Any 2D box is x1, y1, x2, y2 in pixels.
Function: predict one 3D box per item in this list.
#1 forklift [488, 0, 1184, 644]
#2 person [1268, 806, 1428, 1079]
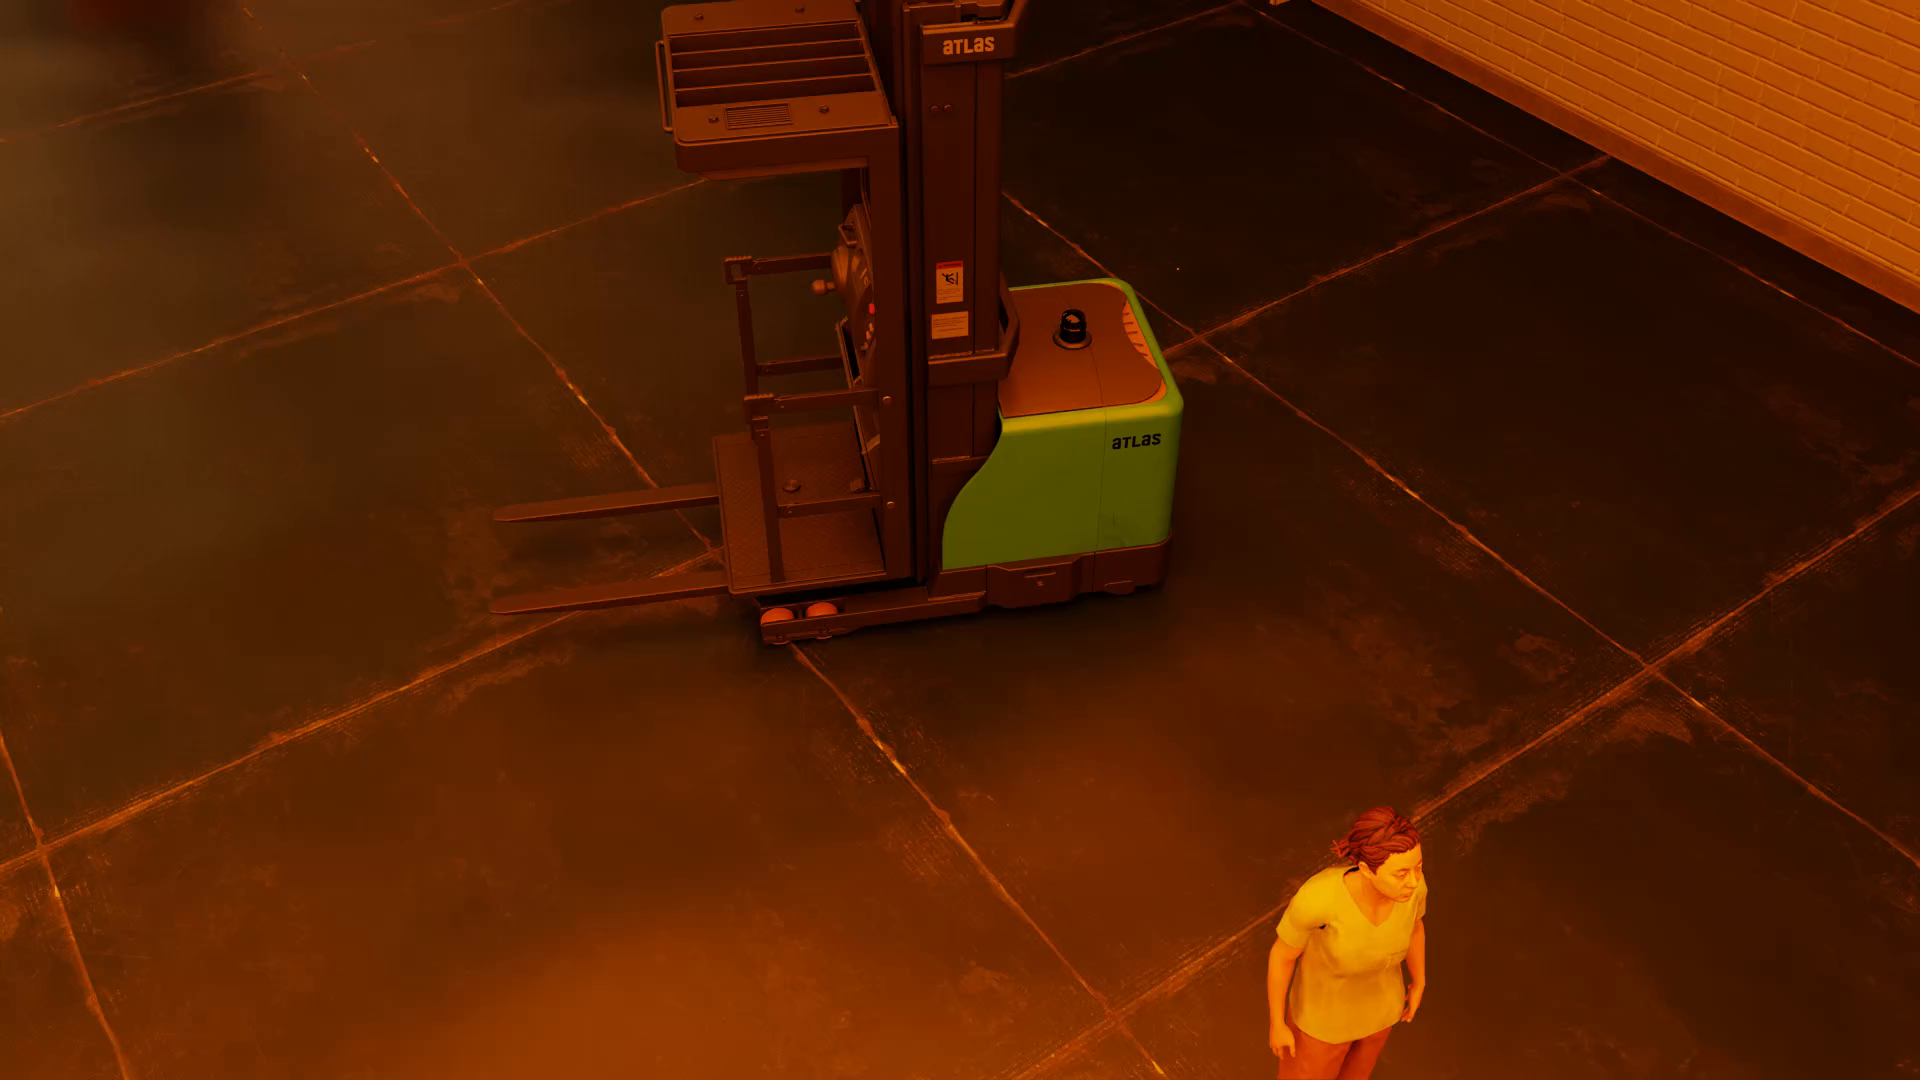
[{"bbox_3d":[-0.612,-1.004,6.804,3.031,2.935,1.130,-7,43,-7],"label":"forklift"},{"bbox_3d":[1.187,1.475,5.030,0.553,1.675,0.549,-14,44,-14],"label":"person"}]
